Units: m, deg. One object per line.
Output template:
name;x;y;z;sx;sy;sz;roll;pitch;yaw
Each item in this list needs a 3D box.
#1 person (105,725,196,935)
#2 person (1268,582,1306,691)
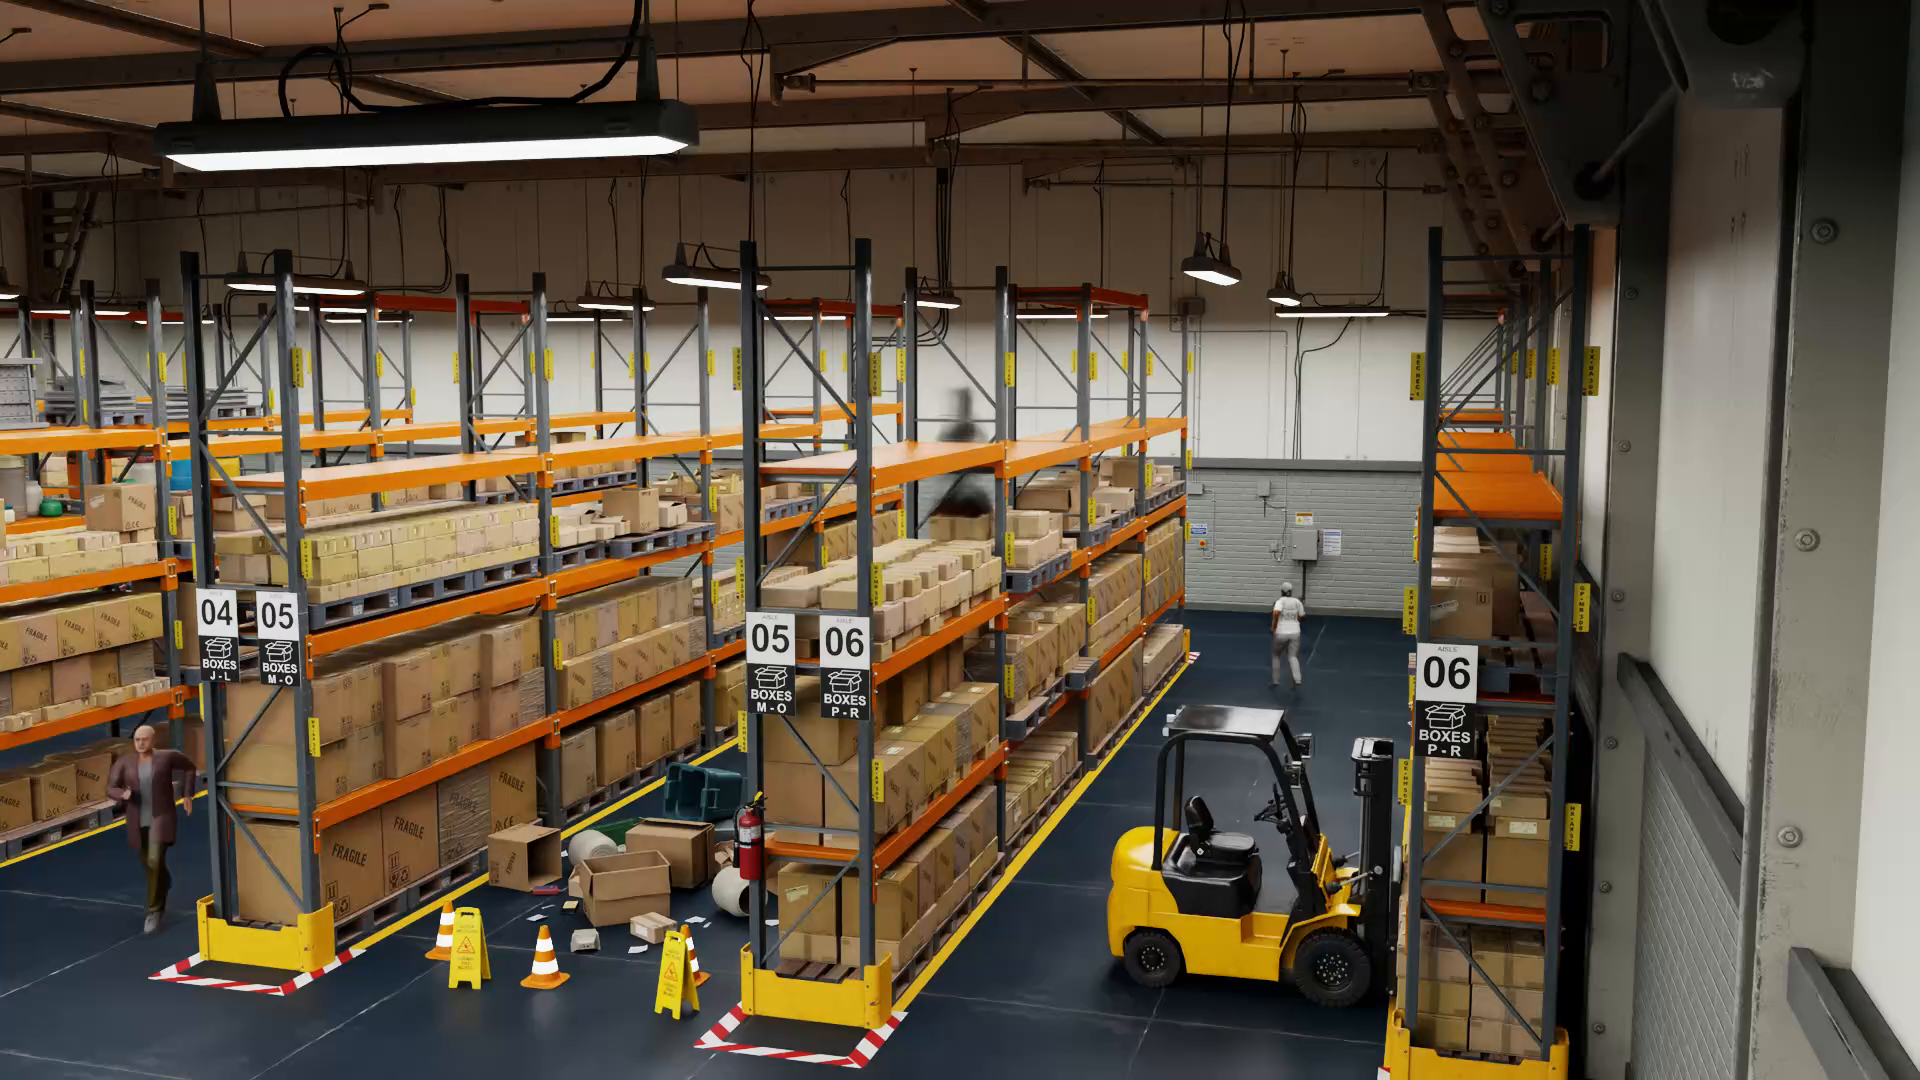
person;-7.370;2.583;15.164;0.673;1.841;0.950;-1;6;-6
person;4.997;1.489;25.404;0.602;1.689;0.903;-1;6;-8
